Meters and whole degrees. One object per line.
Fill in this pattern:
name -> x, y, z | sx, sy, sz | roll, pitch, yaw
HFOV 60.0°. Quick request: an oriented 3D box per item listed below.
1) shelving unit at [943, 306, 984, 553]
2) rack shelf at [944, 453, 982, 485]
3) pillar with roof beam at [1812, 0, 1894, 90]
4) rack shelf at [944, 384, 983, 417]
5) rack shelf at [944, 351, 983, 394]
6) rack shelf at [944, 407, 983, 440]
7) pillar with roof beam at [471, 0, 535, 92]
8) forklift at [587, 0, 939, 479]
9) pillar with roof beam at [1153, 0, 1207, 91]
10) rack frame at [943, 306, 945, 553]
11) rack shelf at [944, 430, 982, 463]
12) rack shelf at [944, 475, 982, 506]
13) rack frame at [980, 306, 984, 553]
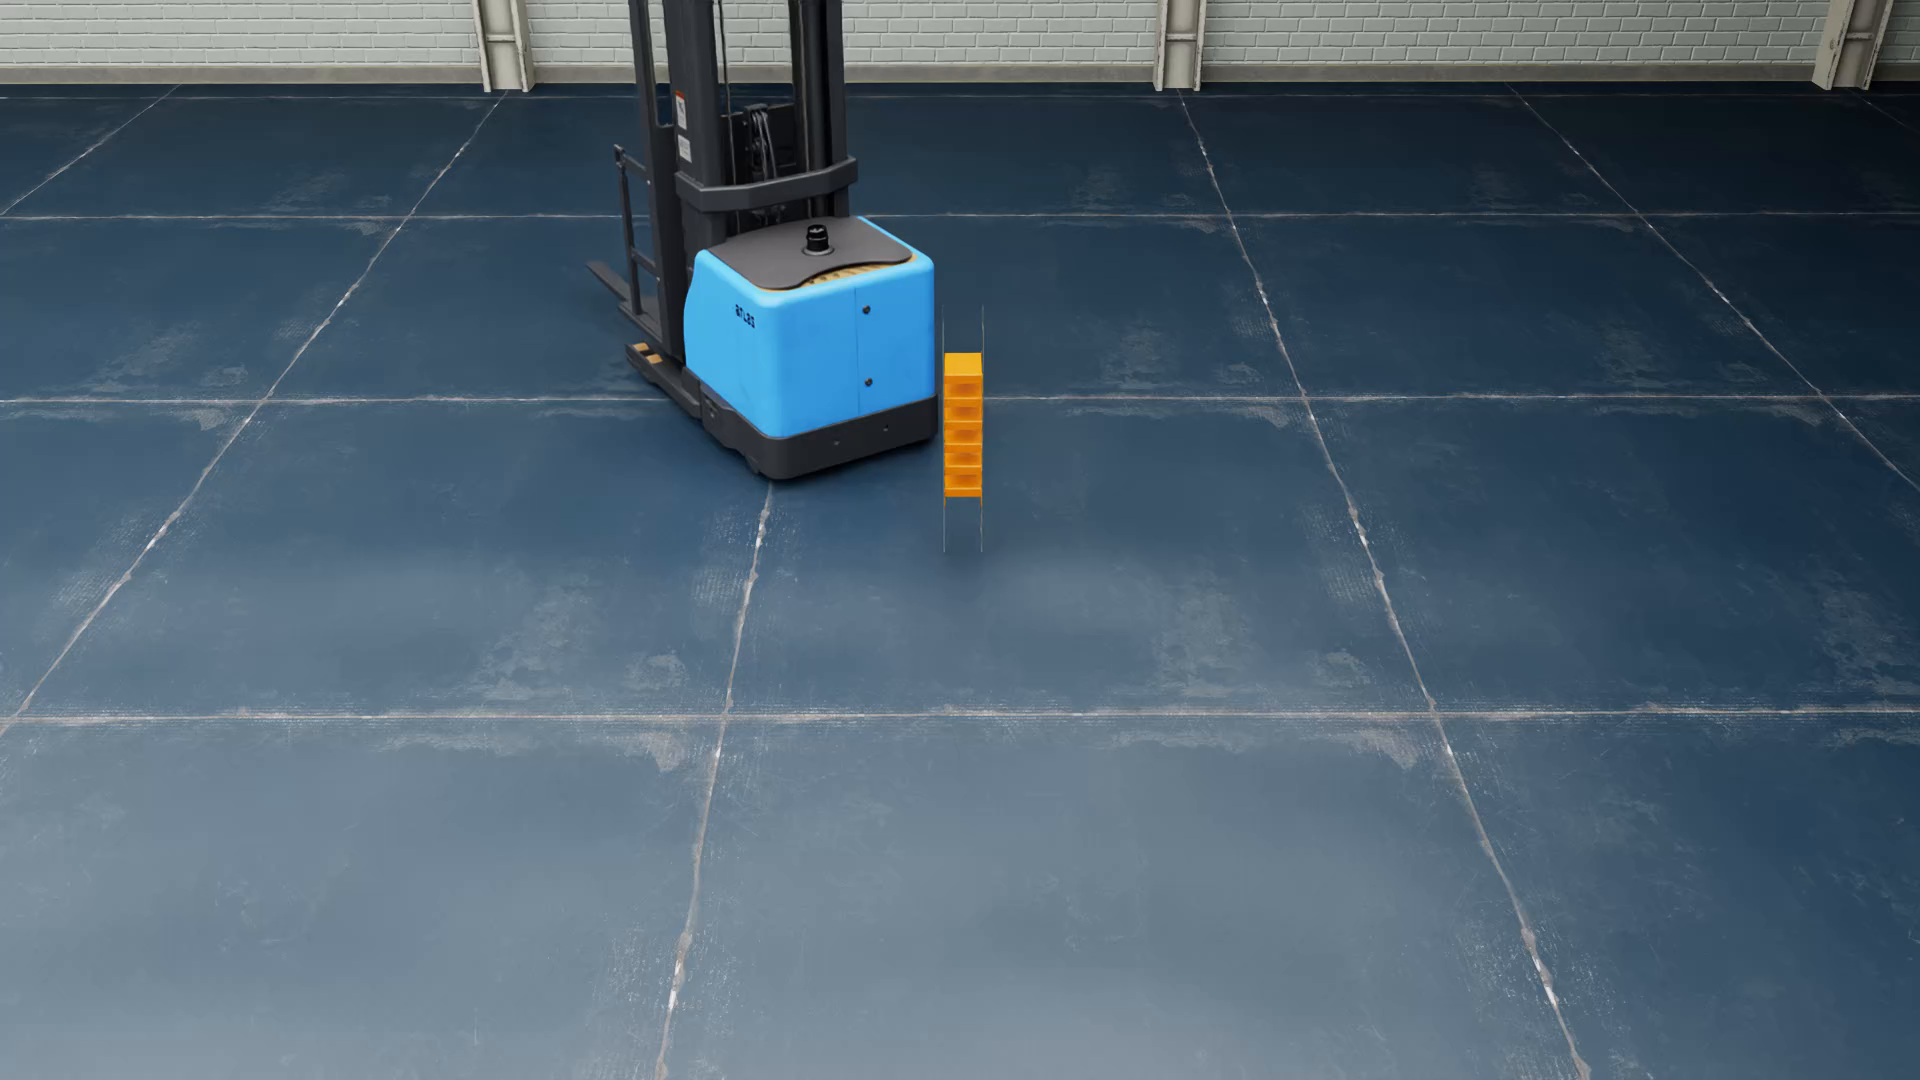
shelving unit -> 0.014, -0.513, 7.939 | 0.189, 1.200, 0.258 | 0, 31, 0
rack shelf -> 0.014, -0.372, 8.024 | 0.180, 0.103, 0.258 | 0, 31, 0
pillar with roof beam -> 7.977, -5.732, 9.021 | 0.400, 9.000, 9.100 | 0, 31, 0
rack shelf -> 0.014, -0.680, 7.837 | 0.180, 0.103, 0.258 | 0, 31, 0
rack shelf -> 0.014, -0.783, 7.775 | 0.180, 0.103, 0.258 | 0, 31, 0
rack shelf -> 0.014, -0.578, 7.900 | 0.180, 0.103, 0.258 | 0, 31, 0
pillar with roof beam -> -4.023, -5.694, 8.960 | 0.400, 9.000, 9.100 | 0, 31, 0
forklift -> -1.330, -2.293, 9.203 | 1.130, 2.935, 3.031 | -18, 36, -27
pillar with roof beam -> 1.977, -5.713, 8.990 | 0.400, 9.000, 9.100 | 0, 31, 0
rack frame -> -0.077, -0.513, 7.938 | 0.006, 1.200, 0.240 | 0, 31, 0
rack shelf -> 0.014, -0.475, 7.962 | 0.180, 0.103, 0.258 | 0, 31, 0
rack shelf -> 0.014, -0.270, 8.086 | 0.180, 0.103, 0.258 | 0, 31, 0
rack frame -> 0.106, -0.513, 7.939 | 0.006, 1.200, 0.240 | 0, 31, 0
